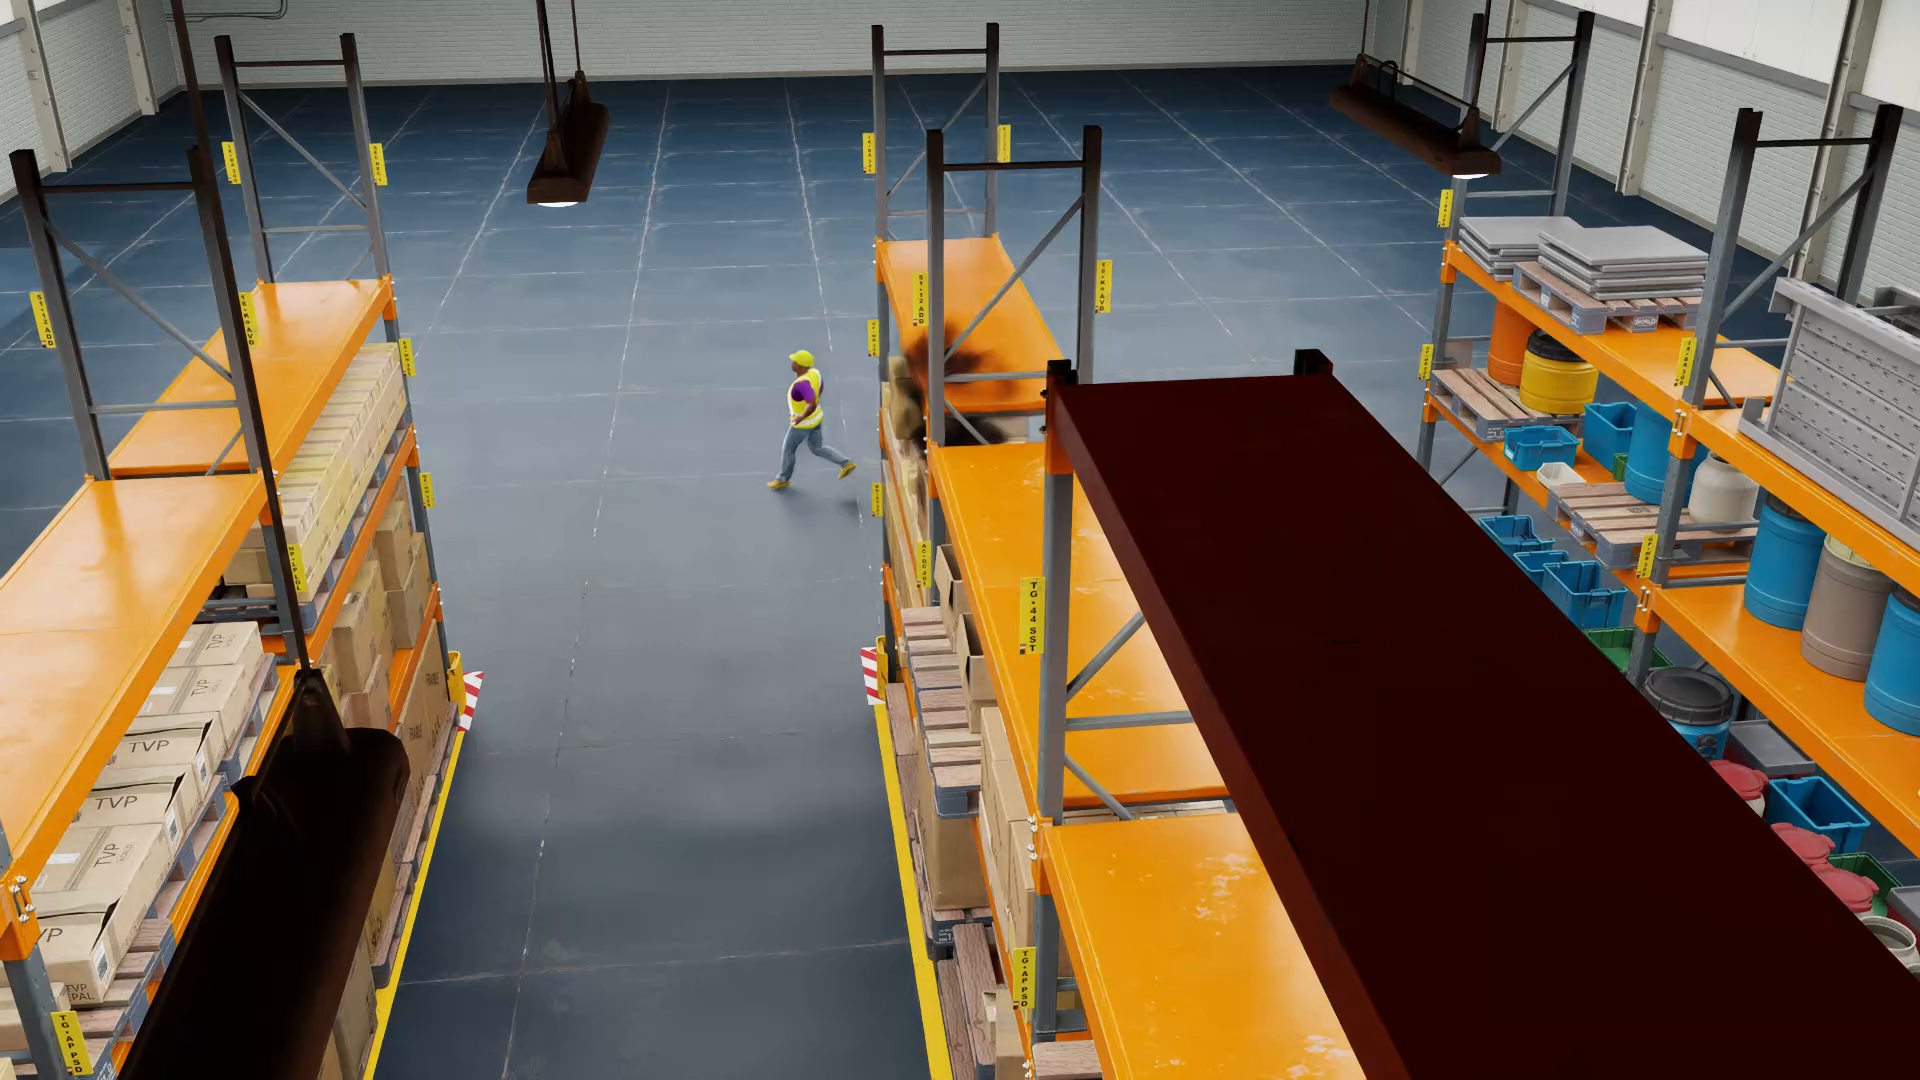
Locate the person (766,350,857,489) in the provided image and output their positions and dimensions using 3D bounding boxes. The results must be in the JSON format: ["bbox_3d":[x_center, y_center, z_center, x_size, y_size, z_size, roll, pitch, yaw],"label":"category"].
[{"bbox_3d":[-1.755,-1.375,19.389,1.132,1.762,0.667,11,28,22],"label":"person"}]
